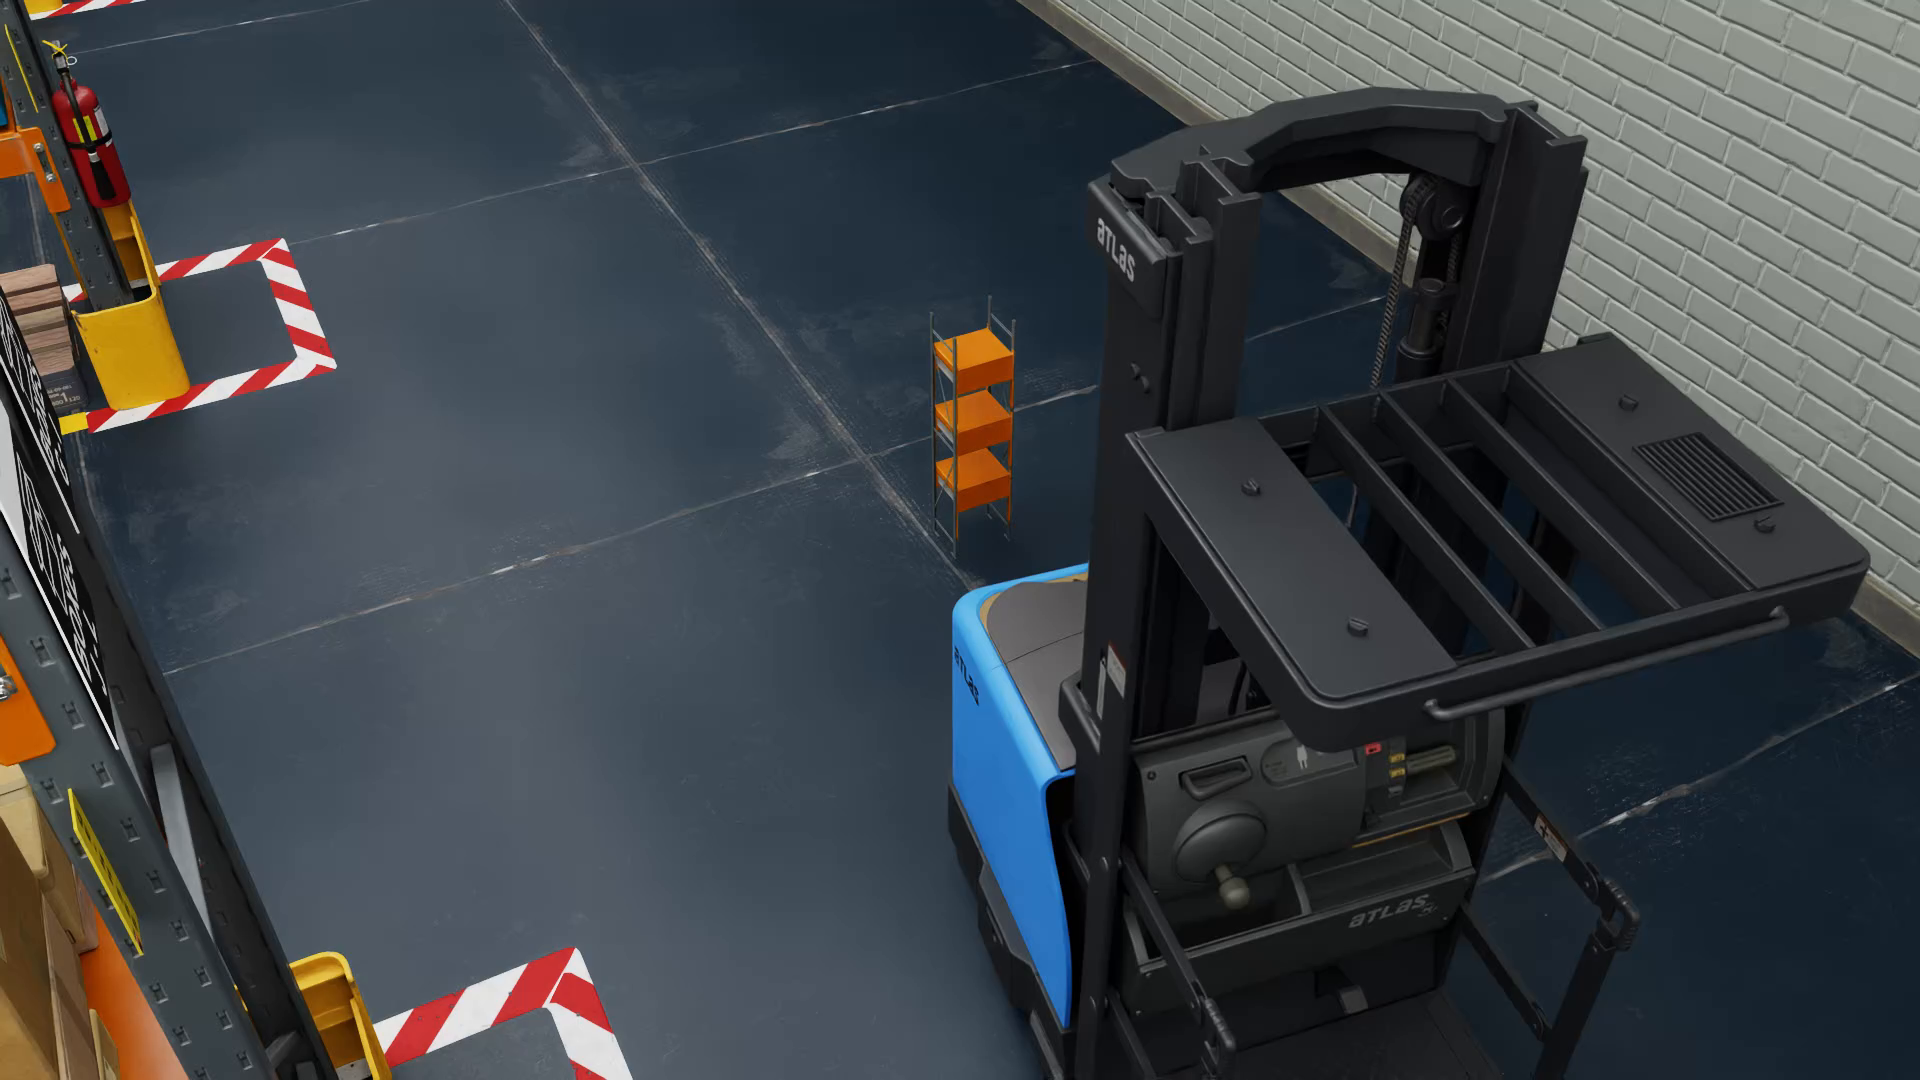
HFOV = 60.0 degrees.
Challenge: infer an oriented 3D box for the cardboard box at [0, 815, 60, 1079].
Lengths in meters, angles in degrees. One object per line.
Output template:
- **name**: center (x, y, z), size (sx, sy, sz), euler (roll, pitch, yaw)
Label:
- **cardboard box**: center (-1.939, 0.713, 2.891), size (0.500, 0.500, 0.500), euler (-18, 43, -20)

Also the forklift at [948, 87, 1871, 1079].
- **forklift**: center (0.922, 0.656, 3.707), size (1.130, 2.935, 3.031), euler (-13, 42, -14)

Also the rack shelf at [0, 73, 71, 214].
- **rack shelf**: center (-5.690, -1.207, 6.411), size (4.000, 0.370, 1.077), euler (-19, 44, -21)

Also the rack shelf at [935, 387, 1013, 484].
- **rack shelf**: center (0.047, -0.409, 6.436), size (0.240, 0.259, 0.215), euler (-19, 44, -21)

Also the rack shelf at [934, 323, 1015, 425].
- **rack shelf**: center (0.047, -0.625, 6.253), size (0.240, 0.259, 0.215), euler (-19, 44, -21)

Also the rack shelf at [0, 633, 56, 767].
- **rack shelf**: center (-3.402, 0.486, 2.089), size (4.000, 0.370, 1.077), euler (-19, 44, -21)

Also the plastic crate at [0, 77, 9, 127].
- **plastic crate**: center (-4.126, -1.908, 6.608), size (0.499, 0.435, 0.616), euler (-19, 44, -21)

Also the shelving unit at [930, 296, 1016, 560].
- **shelving unit**: center (0.047, -0.417, 6.430), size (0.252, 1.050, 0.215), euler (-19, 44, -21)

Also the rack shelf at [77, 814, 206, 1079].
- **rack shelf**: center (-3.402, 1.631, 3.058), size (4.000, 0.370, 1.077), euler (-19, 44, -21)

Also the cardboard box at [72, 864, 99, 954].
- **cardboard box**: center (-2.095, 0.773, 3.710), size (0.250, 0.149, 0.380), euler (-18, 43, -20)

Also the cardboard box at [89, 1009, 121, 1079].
- **cardboard box**: center (-1.792, 1.151, 3.263), size (0.250, 0.149, 0.380), euler (-18, 43, -20)

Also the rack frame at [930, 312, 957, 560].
- **rack frame**: center (-0.061, -0.380, 6.387), size (0.008, 1.050, 0.200), euler (-19, 44, -21)

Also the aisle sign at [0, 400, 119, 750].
- **aisle sign**: center (-1.425, -0.082, 2.513), size (0.004, 0.787, 0.394), euler (-19, 44, -21)

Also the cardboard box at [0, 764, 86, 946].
- **cardboard box**: center (-2.178, 0.692, 3.496), size (0.500, 0.250, 0.500), euler (-20, 44, -22)

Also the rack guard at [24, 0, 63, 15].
- **rack guard**: center (-6.268, -3.941, 11.019), size (0.348, 0.500, 1.175), euler (-19, 44, -21)

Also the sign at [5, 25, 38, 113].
- **sign**: center (-3.647, -1.830, 6.464), size (0.005, 0.325, 0.100), euler (-19, 44, -21)

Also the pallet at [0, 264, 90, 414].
- **pallet**: center (-4.665, -0.790, 7.520), size (1.213, 0.211, 1.003), euler (-19, 44, -21)

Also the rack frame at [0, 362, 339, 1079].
- **rack frame**: center (-1.626, 0.762, 3.528), size (0.053, 2.616, 0.949), euler (-19, 44, -21)

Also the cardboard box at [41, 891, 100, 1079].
- **cardboard box**: center (-1.935, 1.000, 3.132), size (0.500, 0.250, 0.500), euler (-19, 44, -21)

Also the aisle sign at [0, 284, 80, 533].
- **aisle sign**: center (-1.703, -0.426, 2.919), size (0.004, 0.787, 0.394), euler (-19, 44, -21)

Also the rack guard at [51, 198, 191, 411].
- **rack guard**: center (-3.900, -1.139, 7.708), size (0.348, 0.500, 1.175), euler (-19, 44, -21)

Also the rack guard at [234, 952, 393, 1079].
- **rack guard**: center (-1.607, 1.707, 4.347), size (0.348, 0.500, 1.175), euler (-19, 44, -21)

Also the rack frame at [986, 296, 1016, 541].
- **rack frame**: center (0.156, -0.453, 6.473), size (0.008, 1.050, 0.200), euler (-19, 44, -21)

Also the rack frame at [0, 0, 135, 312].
- **rack frame**: center (-3.916, -2.078, 6.884), size (0.127, 3.000, 1.000), euler (-19, 44, -21)

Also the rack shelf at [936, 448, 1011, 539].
- **rack shelf**: center (0.047, -0.196, 6.616), size (0.240, 0.259, 0.215), euler (-19, 44, -21)

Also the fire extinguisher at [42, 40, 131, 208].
- **fire extinguisher**: center (-3.572, -1.691, 6.775), size (0.183, 0.674, 0.296), euler (-19, 44, -21)

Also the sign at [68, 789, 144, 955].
- **sign**: center (-1.390, 0.543, 2.708), size (0.005, 0.325, 0.100), euler (-19, 44, -21)
